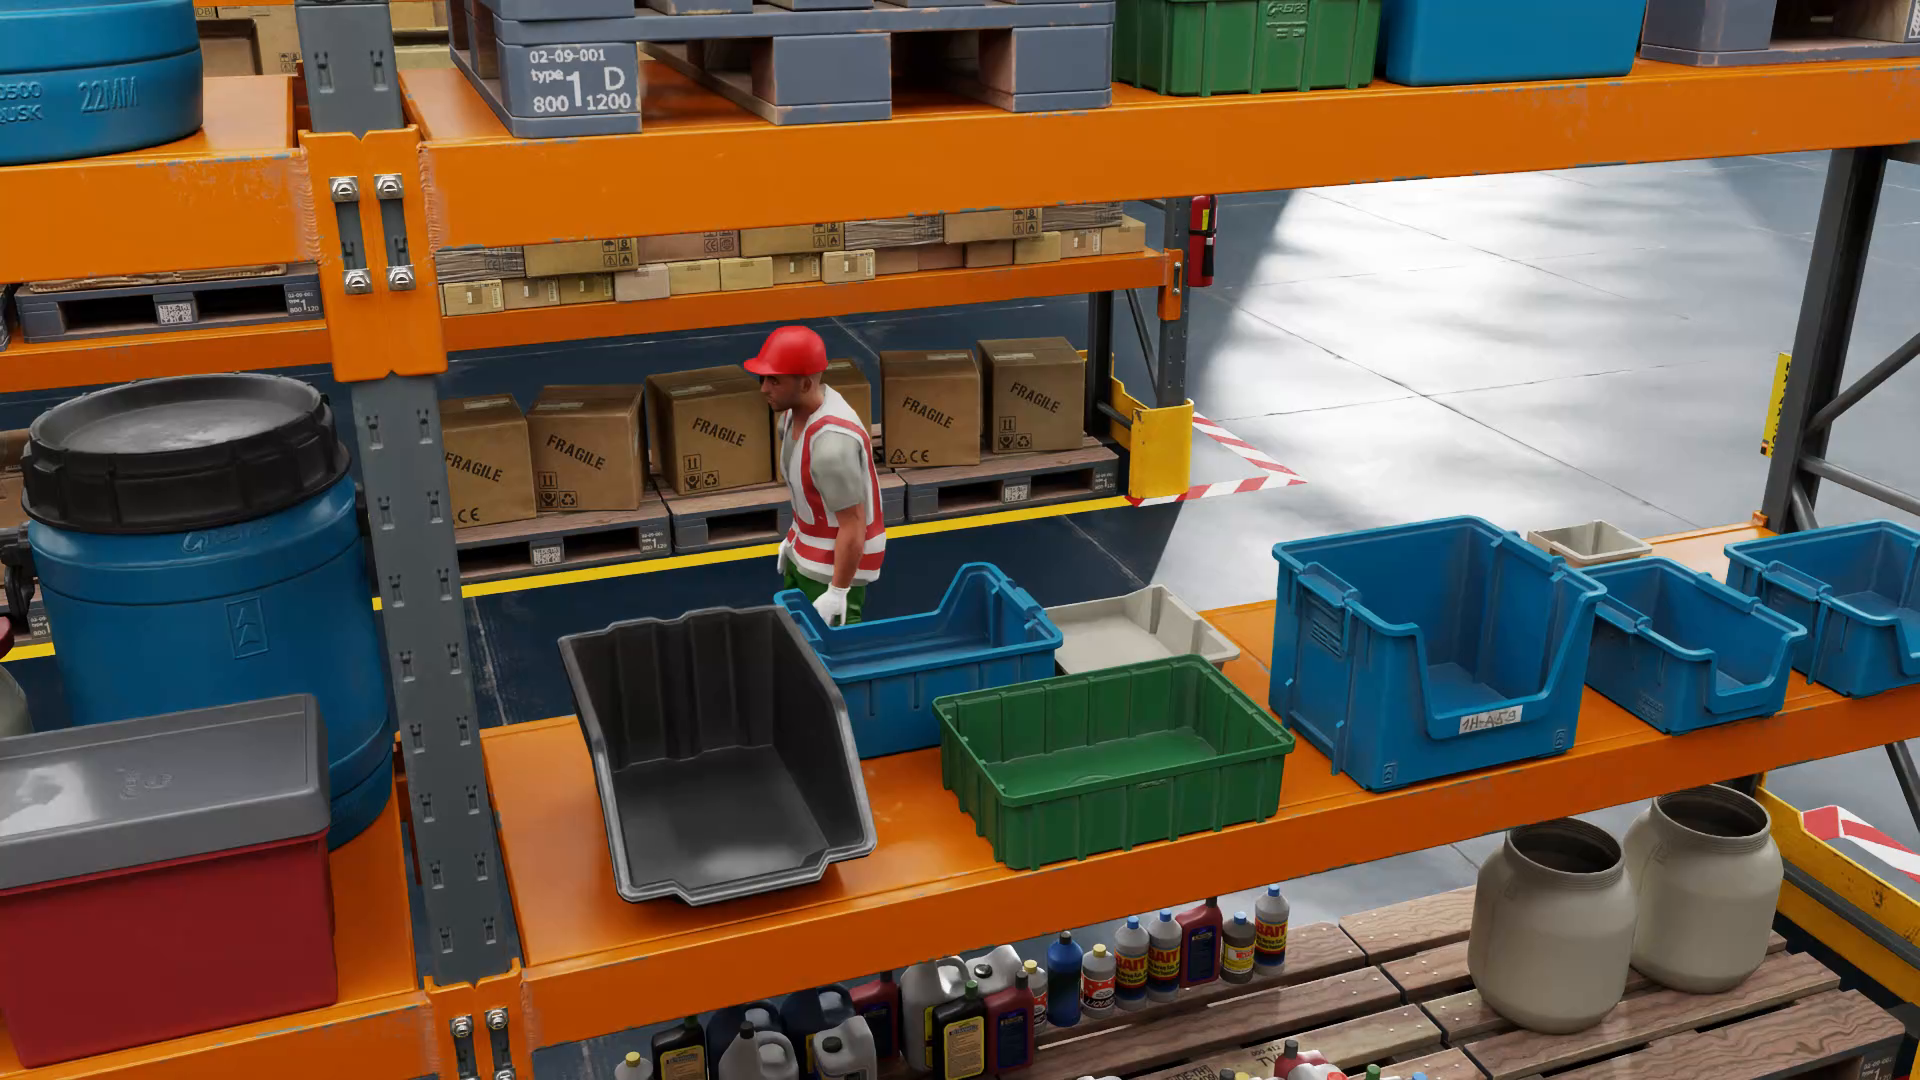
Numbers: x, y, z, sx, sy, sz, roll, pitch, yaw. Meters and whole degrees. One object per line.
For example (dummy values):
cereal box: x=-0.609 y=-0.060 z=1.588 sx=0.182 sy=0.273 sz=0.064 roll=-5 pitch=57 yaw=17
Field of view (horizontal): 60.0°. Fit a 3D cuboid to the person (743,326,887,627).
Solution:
person: x=-0.503 y=0.107 z=5.812 sx=0.453 sy=1.778 sz=0.606 roll=-8 pitch=24 yaw=-19
